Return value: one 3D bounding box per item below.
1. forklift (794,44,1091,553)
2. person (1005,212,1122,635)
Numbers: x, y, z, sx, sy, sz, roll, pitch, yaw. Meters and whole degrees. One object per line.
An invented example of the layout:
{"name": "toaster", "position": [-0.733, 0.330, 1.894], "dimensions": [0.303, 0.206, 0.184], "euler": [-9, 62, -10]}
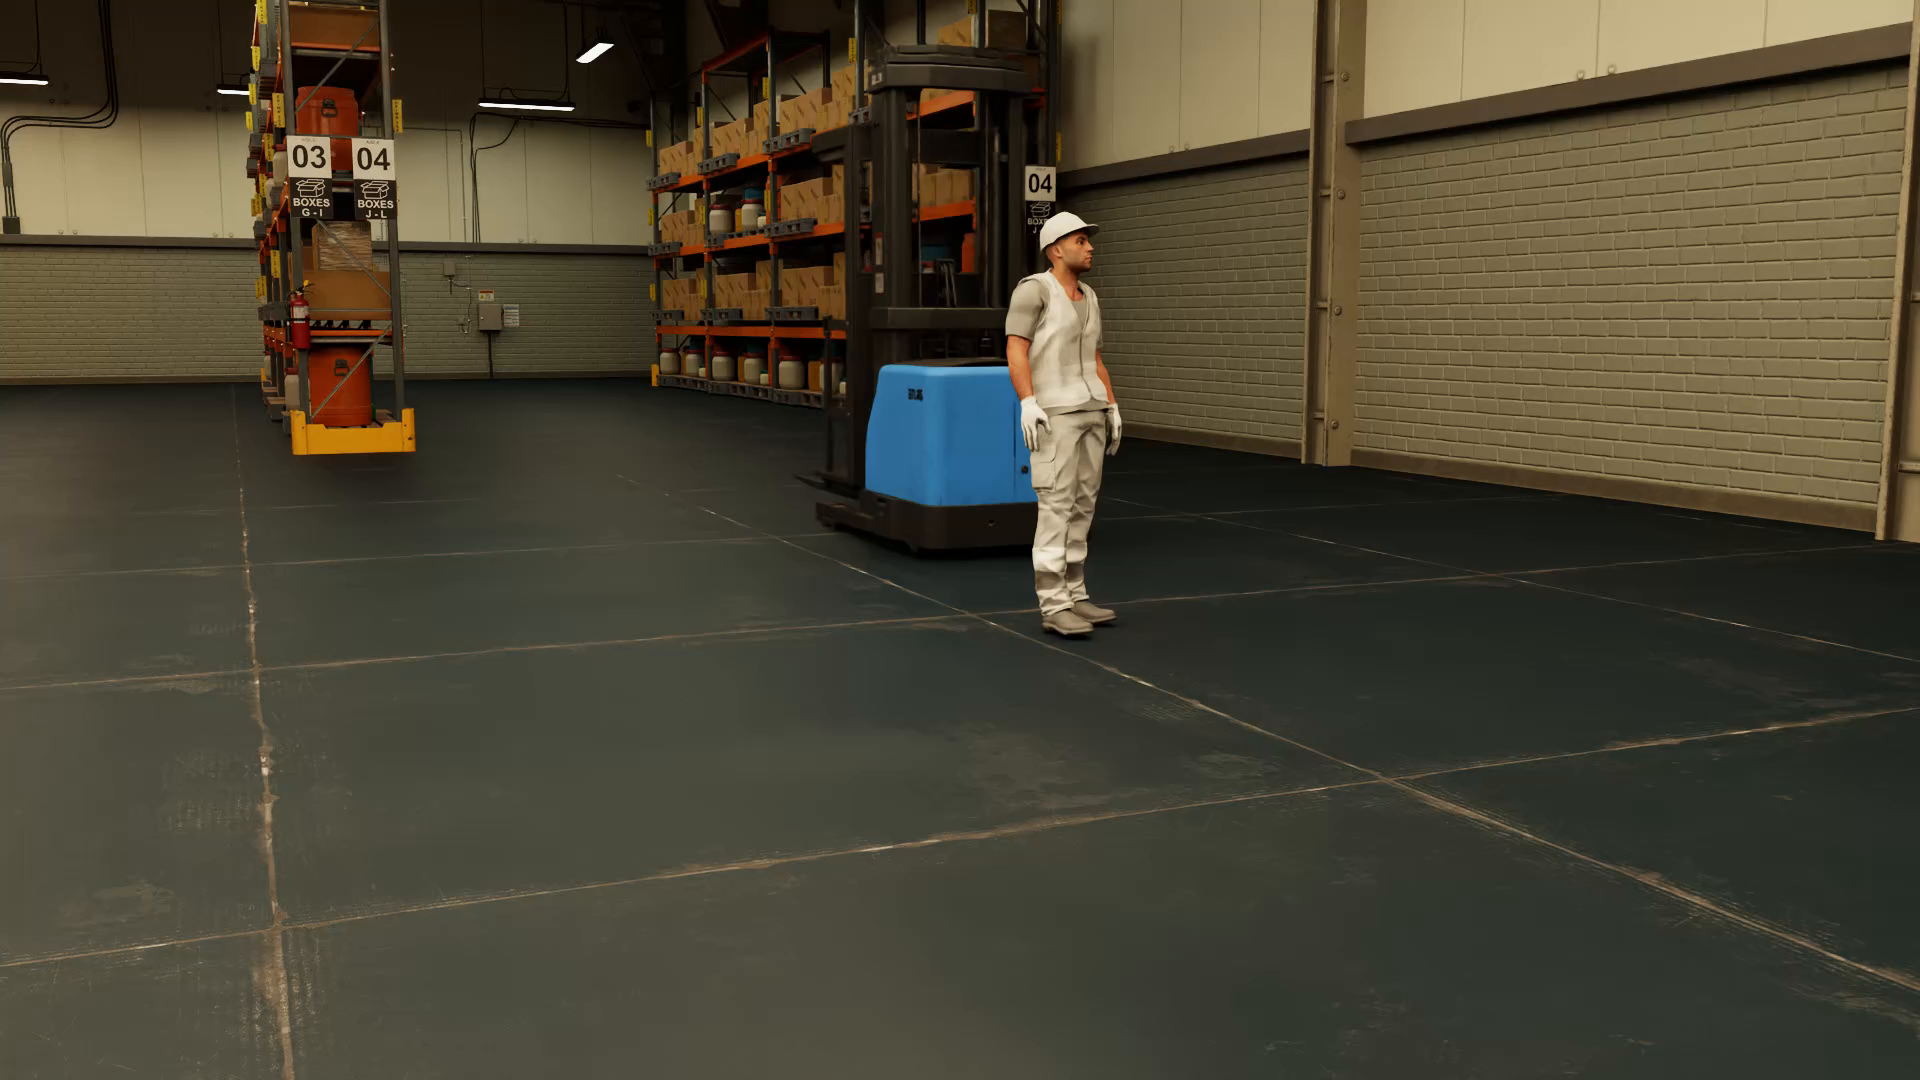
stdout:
{"name": "forklift", "position": [-0.287, -1.534, 10.573], "dimensions": [1.130, 2.935, 3.031], "euler": [-3, 8, -23]}
{"name": "person", "position": [0.520, -0.522, 7.209], "dimensions": [0.563, 1.787, 0.638], "euler": [7, 10, 43]}
